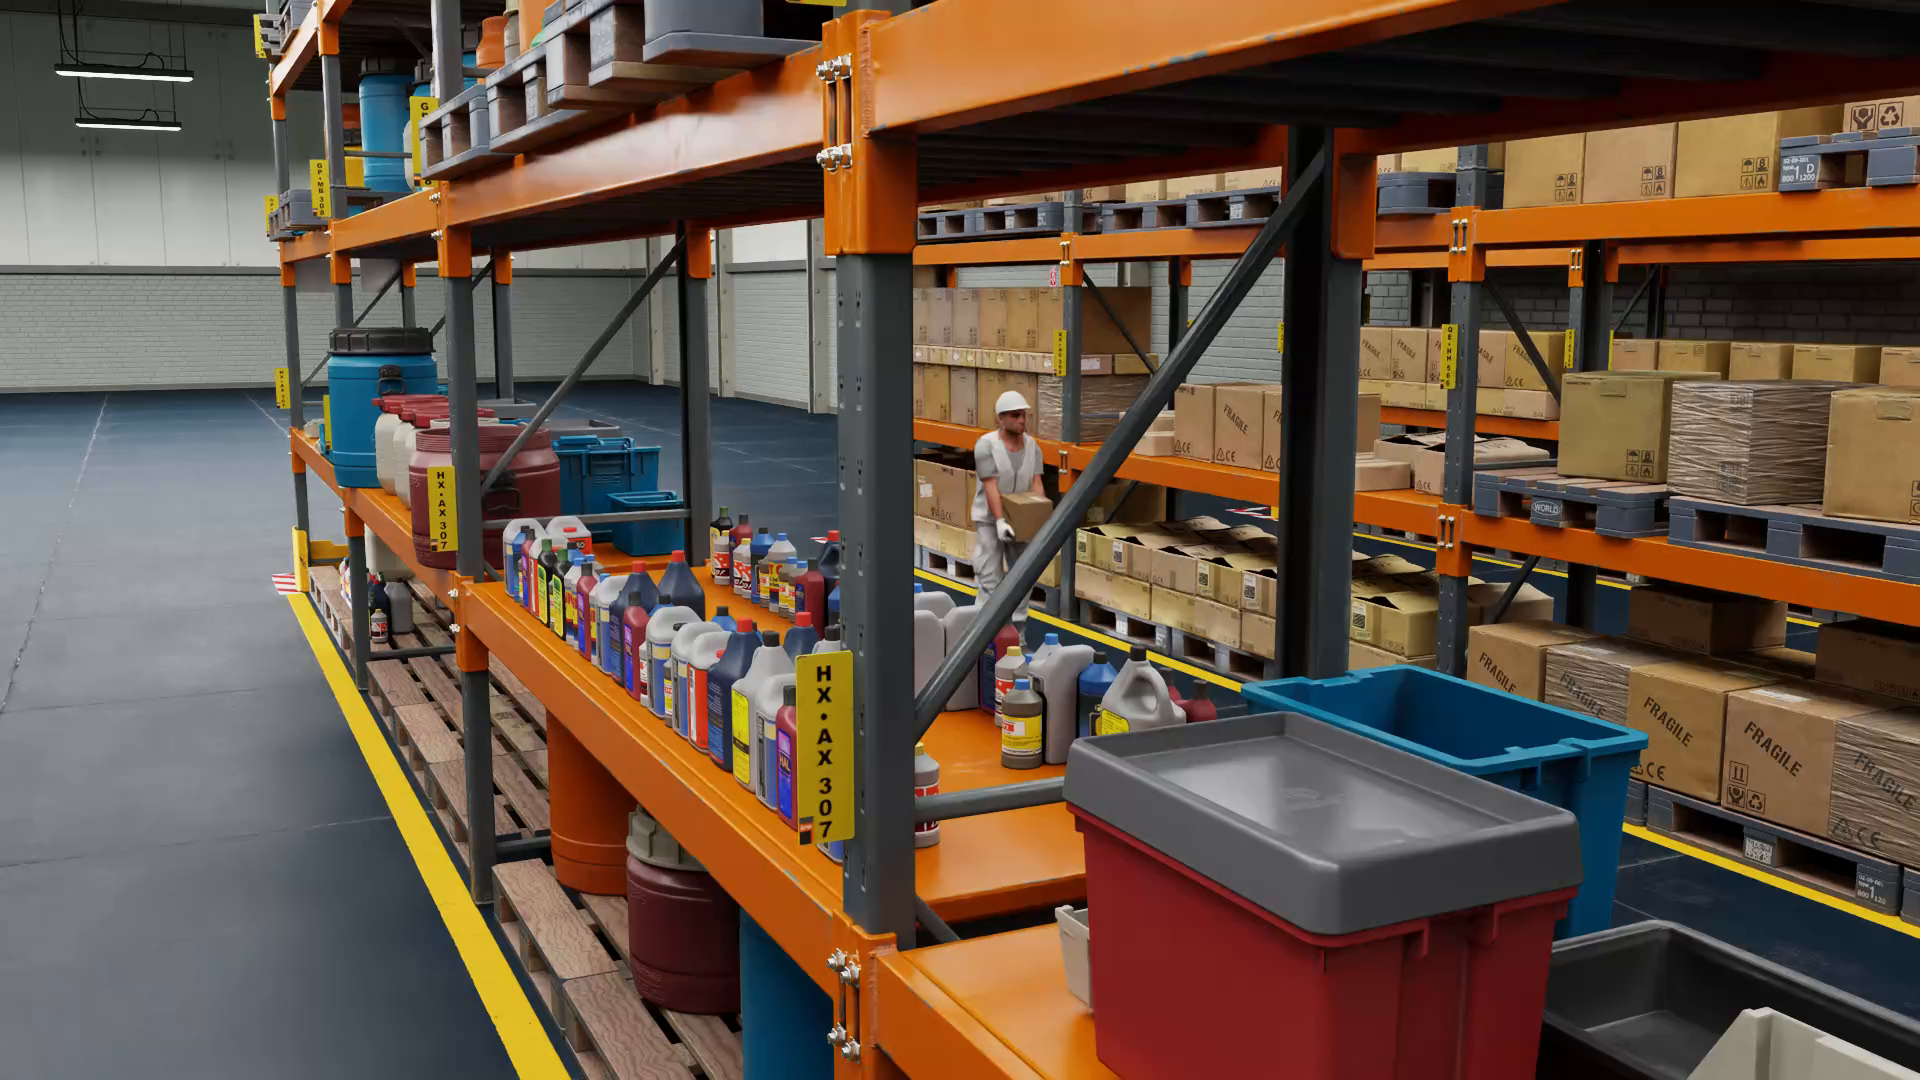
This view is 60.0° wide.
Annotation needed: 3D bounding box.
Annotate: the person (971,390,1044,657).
[{"bbox_3d":[0.340,-0.081,10.812,0.495,1.784,0.559,-4,9,-27],"label":"person"}]
